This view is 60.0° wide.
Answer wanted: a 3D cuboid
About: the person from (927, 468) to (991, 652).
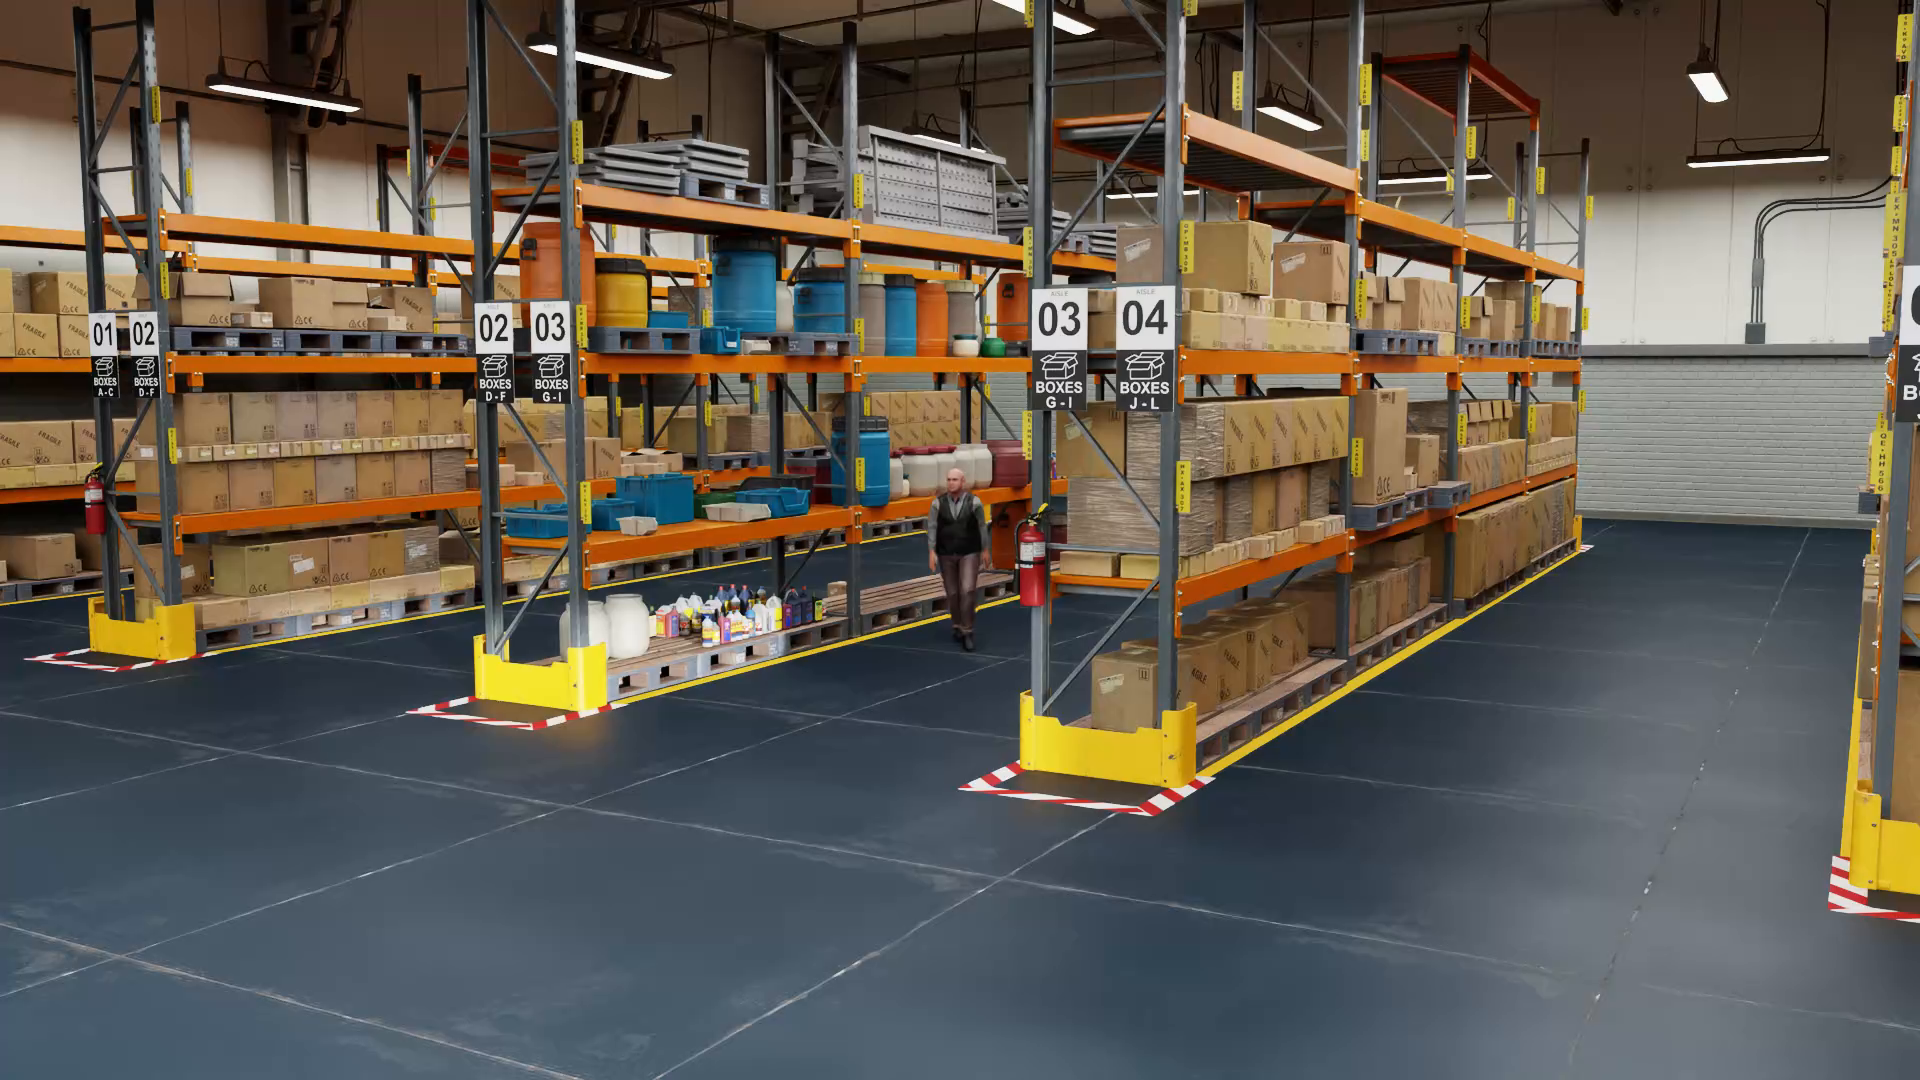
[{"bbox_3d":[-0.034,0.165,16.109,0.589,1.714,0.847,1,6,11],"label":"person"}]
